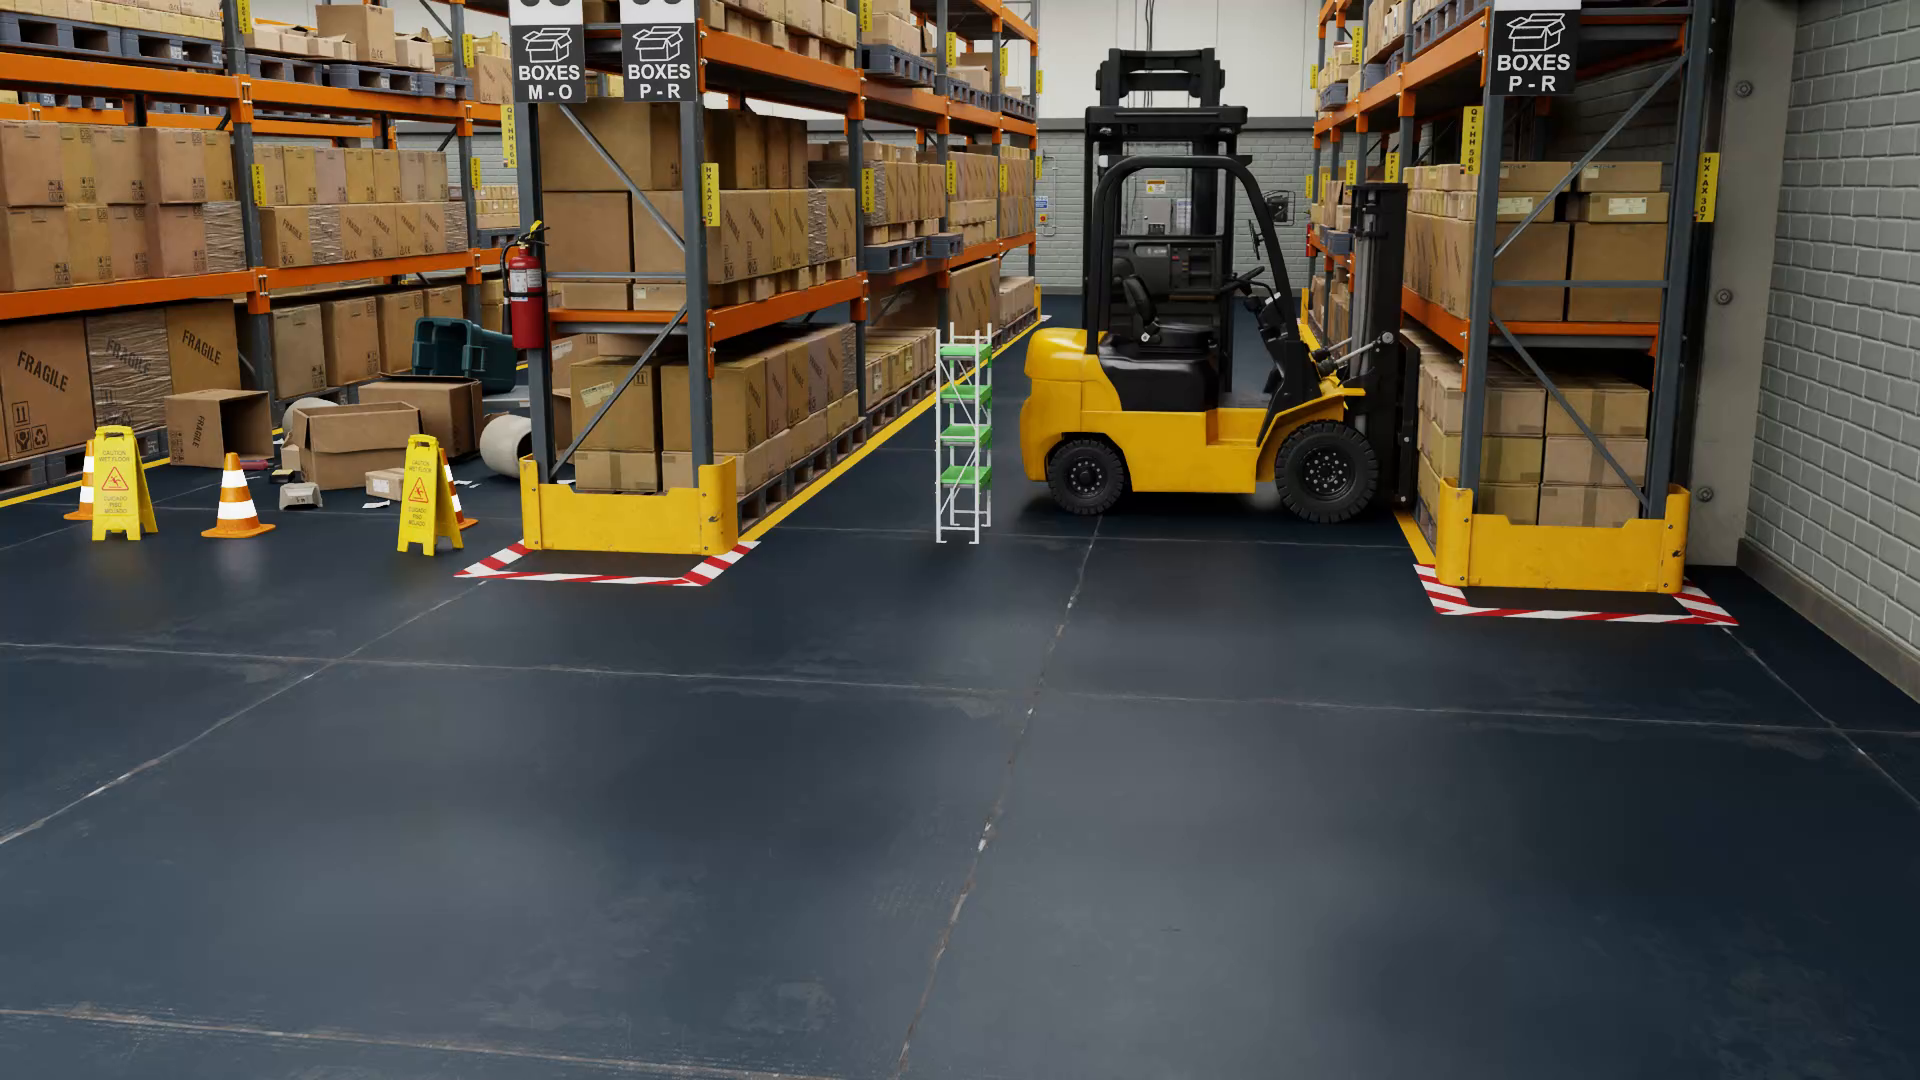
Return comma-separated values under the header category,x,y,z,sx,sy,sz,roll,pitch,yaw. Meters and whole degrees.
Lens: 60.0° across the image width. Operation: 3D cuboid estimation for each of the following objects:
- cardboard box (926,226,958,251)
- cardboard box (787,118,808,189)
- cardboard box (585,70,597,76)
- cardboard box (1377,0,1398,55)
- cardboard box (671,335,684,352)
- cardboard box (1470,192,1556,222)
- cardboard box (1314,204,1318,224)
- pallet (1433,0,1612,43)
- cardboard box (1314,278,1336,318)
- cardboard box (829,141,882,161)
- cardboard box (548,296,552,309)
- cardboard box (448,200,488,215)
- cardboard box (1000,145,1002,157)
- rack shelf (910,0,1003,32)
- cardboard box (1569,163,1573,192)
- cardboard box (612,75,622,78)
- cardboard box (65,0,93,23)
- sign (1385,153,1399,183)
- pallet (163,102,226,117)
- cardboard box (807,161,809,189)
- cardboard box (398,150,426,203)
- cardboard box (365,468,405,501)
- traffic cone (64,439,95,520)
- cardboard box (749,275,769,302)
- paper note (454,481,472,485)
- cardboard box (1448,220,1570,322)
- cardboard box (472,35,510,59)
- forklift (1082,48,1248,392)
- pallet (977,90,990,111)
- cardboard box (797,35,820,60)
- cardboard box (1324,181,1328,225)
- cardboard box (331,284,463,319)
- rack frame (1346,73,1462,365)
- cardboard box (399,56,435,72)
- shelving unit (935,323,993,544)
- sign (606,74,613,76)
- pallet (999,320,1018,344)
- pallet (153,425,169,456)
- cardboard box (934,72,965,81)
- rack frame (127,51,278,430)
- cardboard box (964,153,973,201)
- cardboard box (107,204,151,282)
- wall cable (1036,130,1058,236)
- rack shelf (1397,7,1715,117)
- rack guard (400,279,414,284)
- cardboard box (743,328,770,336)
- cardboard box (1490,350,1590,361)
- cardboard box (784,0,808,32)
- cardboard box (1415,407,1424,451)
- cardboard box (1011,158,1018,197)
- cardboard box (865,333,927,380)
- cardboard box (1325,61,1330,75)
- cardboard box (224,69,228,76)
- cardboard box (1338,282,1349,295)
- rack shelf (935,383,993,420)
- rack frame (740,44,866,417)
category,x,y,z,sx,sy,sz,roll,pitch,yaw
cardboard box,-0.302,-3.104,17.131,0.500,0.250,0.500,2,12,8
cardboard box,-1.523,-2.849,12.277,0.700,0.500,0.500,2,12,8
cardboard box,-4.634,-5.940,21.041,0.380,0.149,0.250,2,12,8
cardboard box,3.770,-4.338,13.910,0.500,0.500,0.500,2,12,10
cardboard box,-1.959,-1.269,10.471,0.380,0.149,0.250,2,12,10
cardboard box,2.825,-1.705,8.509,0.380,0.149,0.250,2,12,9
cardboard box,5.021,-4.364,22.275,0.500,0.250,0.500,2,12,8
pallet,3.368,-3.082,9.765,1.003,0.211,1.213,2,12,9
cardboard box,5.152,-3.271,22.488,0.700,0.500,0.500,2,12,11
cardboard box,-0.820,-3.054,13.064,0.380,0.149,0.250,2,12,8
cardboard box,-5.024,-2.557,19.174,0.500,0.500,0.500,2,12,7
cardboard box,-5.260,-3.545,17.715,0.380,0.149,0.250,2,12,11
cardboard box,0.317,-4.882,20.876,0.380,0.149,0.250,2,12,9
rack shelf,-0.319,-5.885,18.098,1.077,0.370,4.000,2,12,9
cardboard box,3.412,-1.941,8.898,0.380,0.149,0.250,2,12,10
cardboard box,-4.559,-5.996,21.299,0.380,0.149,0.250,1,12,6
cardboard box,-6.122,-3.584,11.245,0.380,0.149,0.250,2,12,8
sign,3.126,-2.634,12.033,0.100,0.325,0.005,2,12,9
pallet,-9.895,-5.417,20.845,0.805,0.209,1.217,1,12,6
cardboard box,-1.397,-2.754,13.212,0.500,0.500,0.500,2,12,8
cardboard box,-5.688,-3.562,16.291,0.700,0.500,0.500,2,12,8
cardboard box,-3.651,-0.363,10.823,0.380,0.149,0.250,10,15,38
traffic cone,-5.278,-0.382,10.167,0.336,0.463,0.334,2,12,9
cardboard box,-1.370,-1.516,10.005,0.380,0.149,0.250,2,12,10
paper note,-3.399,-0.394,11.278,0.148,0.019,0.142,7,14,28
cardboard box,2.865,-1.418,8.715,0.500,0.500,0.500,2,12,7
cardboard box,-5.119,-5.349,18.020,0.396,0.266,0.258,2,12,9
forklift,1.422,-2.011,11.867,1.130,2.935,3.031,1,12,3
pallet,-0.103,-5.096,19.356,0.805,0.209,1.217,1,12,6
cardboard box,-1.161,-3.305,11.185,0.380,0.149,0.250,2,12,10
cardboard box,4.599,-3.917,19.313,0.700,0.500,0.500,2,12,10
cardboard box,-5.715,-2.204,16.945,1.050,0.750,0.750,2,12,8
rack frame,4.279,-2.923,15.938,1.000,3.000,0.127,2,12,9
cardboard box,-5.408,-4.697,16.370,0.380,0.166,0.250,2,12,9
shelving unit,0.025,-0.621,9.527,0.258,1.200,0.503,2,12,9
sign,-4.369,-5.950,20.699,0.100,0.325,0.005,2,12,9
pallet,0.183,-2.709,21.561,1.003,0.211,1.213,2,12,9
pallet,-6.342,-0.871,13.035,1.003,0.211,1.213,2,12,9
cardboard box,-0.154,-5.075,18.360,0.380,0.166,0.250,3,13,13
rack frame,-6.148,-2.390,13.464,1.000,3.000,0.127,2,12,9
cardboard box,-0.147,-3.927,17.982,0.500,0.500,0.500,2,12,10
cardboard box,-6.455,-2.162,12.051,0.875,0.550,0.550,2,12,9
wall cable,1.448,-6.435,29.748,0.585,1.953,0.123,2,12,9
rack shelf,3.356,-2.789,9.902,1.077,0.370,4.000,2,12,9
rack guard,-9.184,-3.853,26.185,1.175,0.500,0.348,2,12,9
cardboard box,-1.670,-1.253,11.935,0.500,0.500,0.500,2,12,11
cardboard box,3.556,-1.016,10.245,0.500,0.250,0.500,2,12,8
cardboard box,-1.276,-3.371,10.547,0.500,0.250,0.500,2,12,10
cardboard box,2.961,-0.687,9.905,0.500,0.250,0.500,2,12,7
cardboard box,0.475,-4.756,21.832,0.500,0.500,0.500,2,12,10
cardboard box,-0.829,-1.733,15.655,0.950,0.372,0.625,2,12,8
cardboard box,4.415,-5.451,19.203,0.380,0.149,0.250,2,12,10
cardboard box,-9.742,-6.171,22.418,0.700,0.500,0.500,1,12,5
cardboard box,4.610,-2.930,19.367,0.380,0.149,0.250,2,12,7
rack shelf,0.025,-0.793,9.490,0.258,0.148,0.480,2,12,9
rack frame,-1.241,-2.251,12.817,1.000,3.000,0.127,2,12,9
